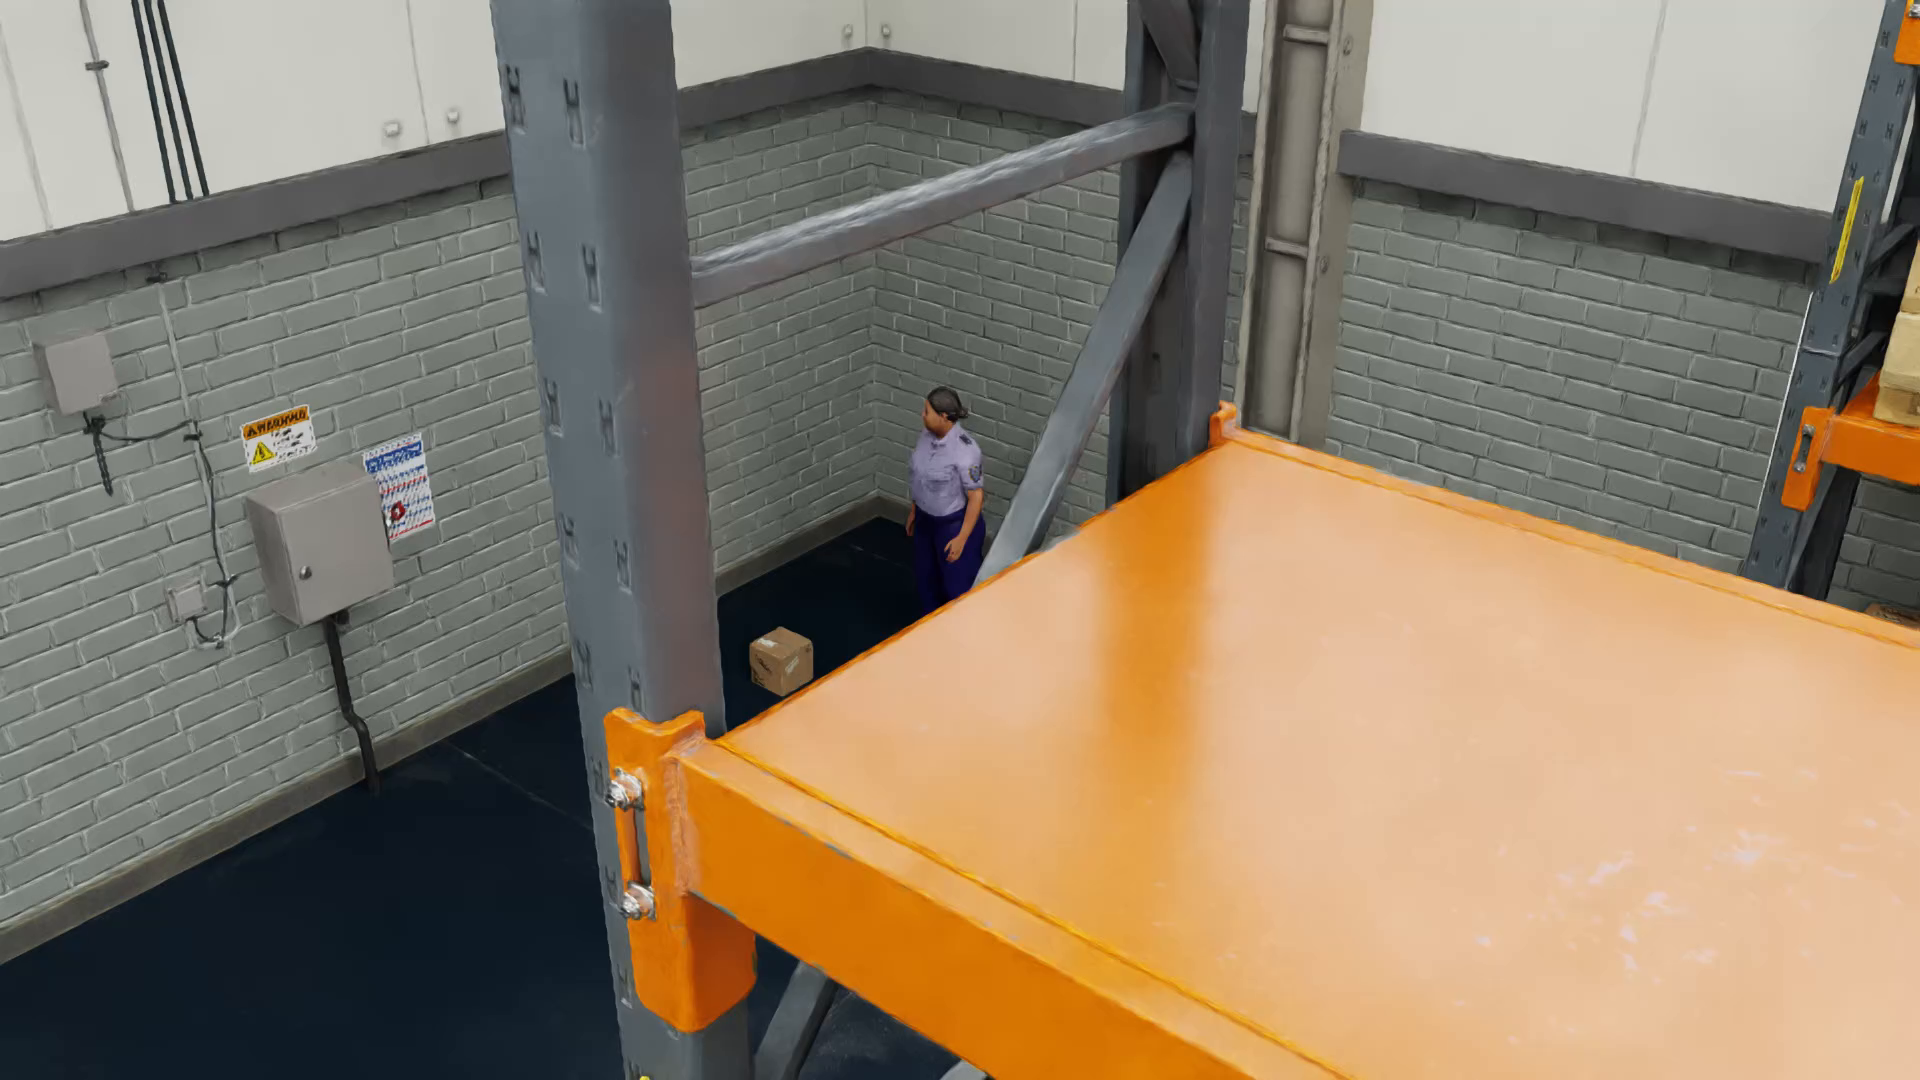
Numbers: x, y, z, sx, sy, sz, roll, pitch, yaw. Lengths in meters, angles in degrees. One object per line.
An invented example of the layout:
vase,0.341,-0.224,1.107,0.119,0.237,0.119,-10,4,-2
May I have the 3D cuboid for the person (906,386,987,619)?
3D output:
person,-0.091,-0.039,9.130,0.399,1.673,0.529,-19,33,-32
